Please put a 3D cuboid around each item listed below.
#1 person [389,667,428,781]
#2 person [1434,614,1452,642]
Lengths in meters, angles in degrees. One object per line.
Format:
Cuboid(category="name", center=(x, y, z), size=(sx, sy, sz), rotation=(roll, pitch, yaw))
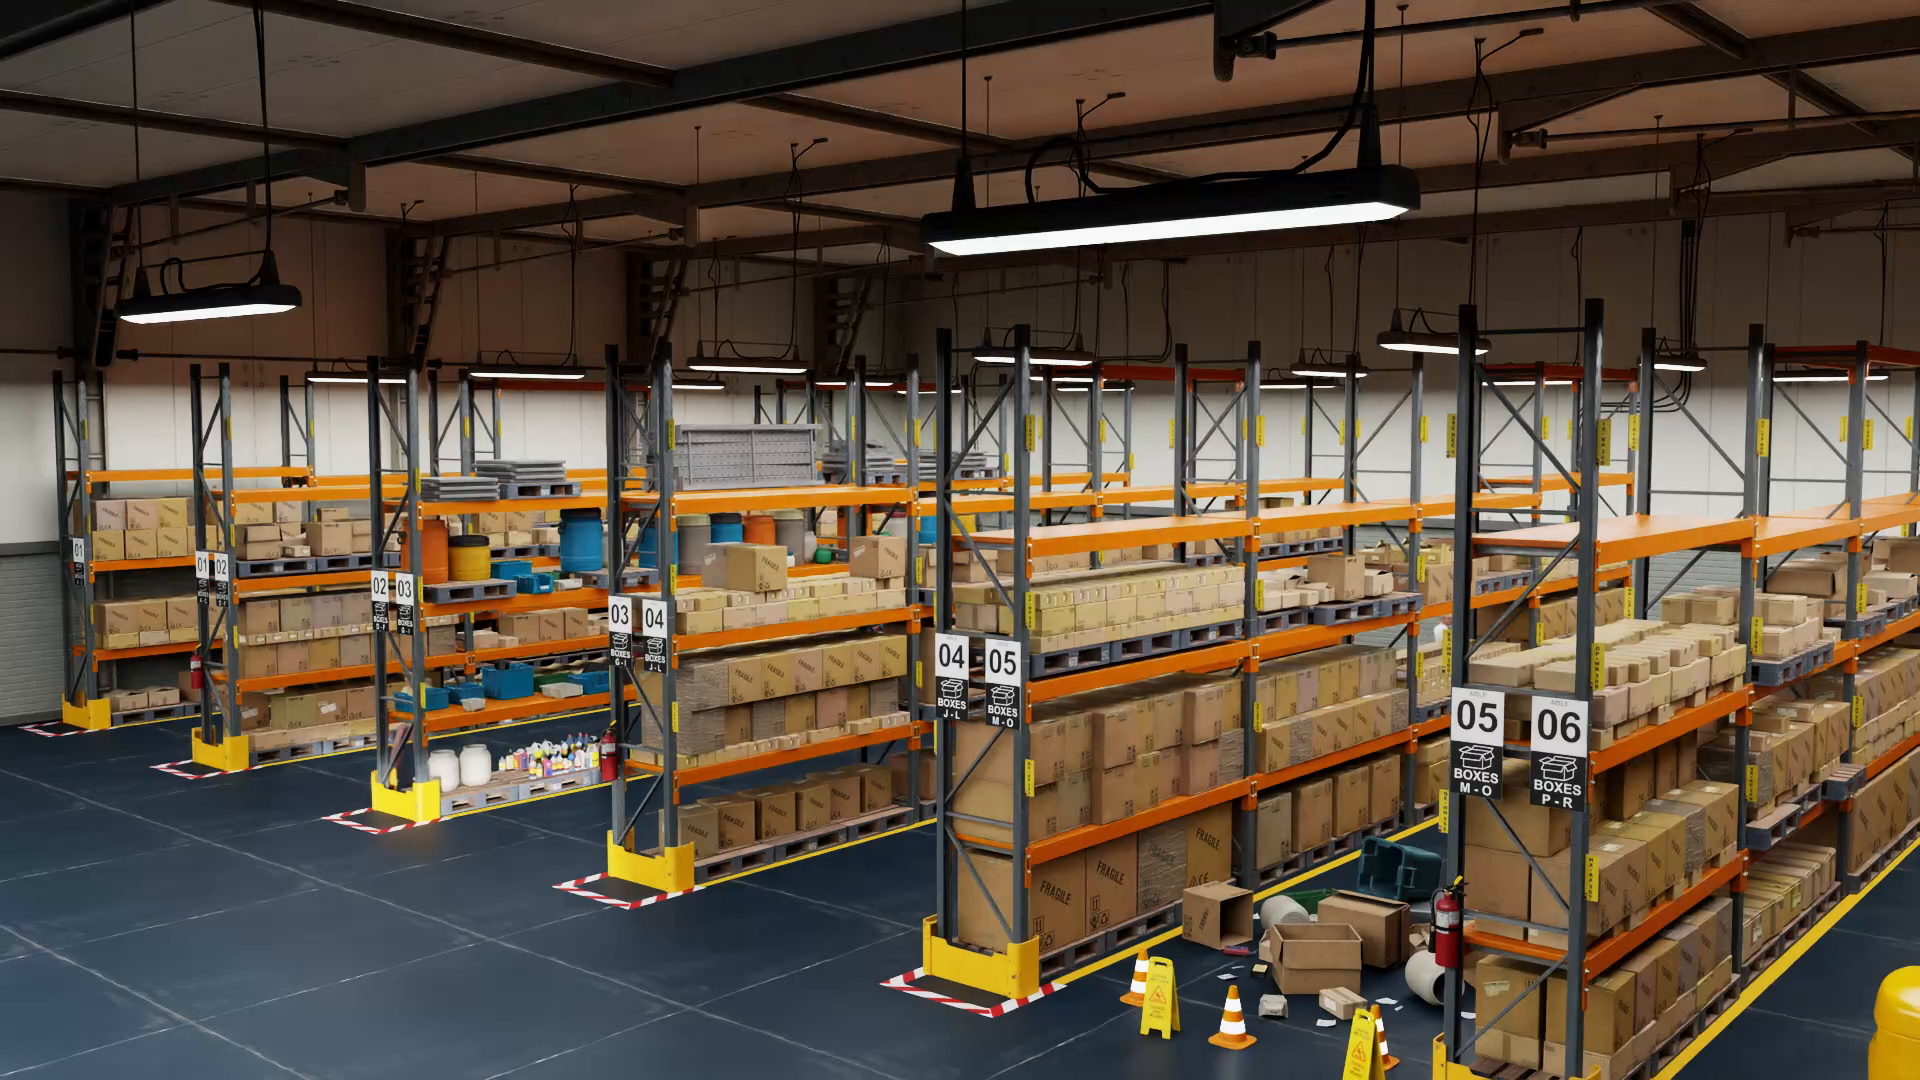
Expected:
Cuboid(category="person", center=(-7.821, 2.628, 23.519), size=(0.482, 1.646, 0.809), rotation=(2, 4, 20))
Cuboid(category="person", center=(8.522, 2.135, 29.502), size=(0.779, 1.772, 0.611), rotation=(4, 5, 41))
